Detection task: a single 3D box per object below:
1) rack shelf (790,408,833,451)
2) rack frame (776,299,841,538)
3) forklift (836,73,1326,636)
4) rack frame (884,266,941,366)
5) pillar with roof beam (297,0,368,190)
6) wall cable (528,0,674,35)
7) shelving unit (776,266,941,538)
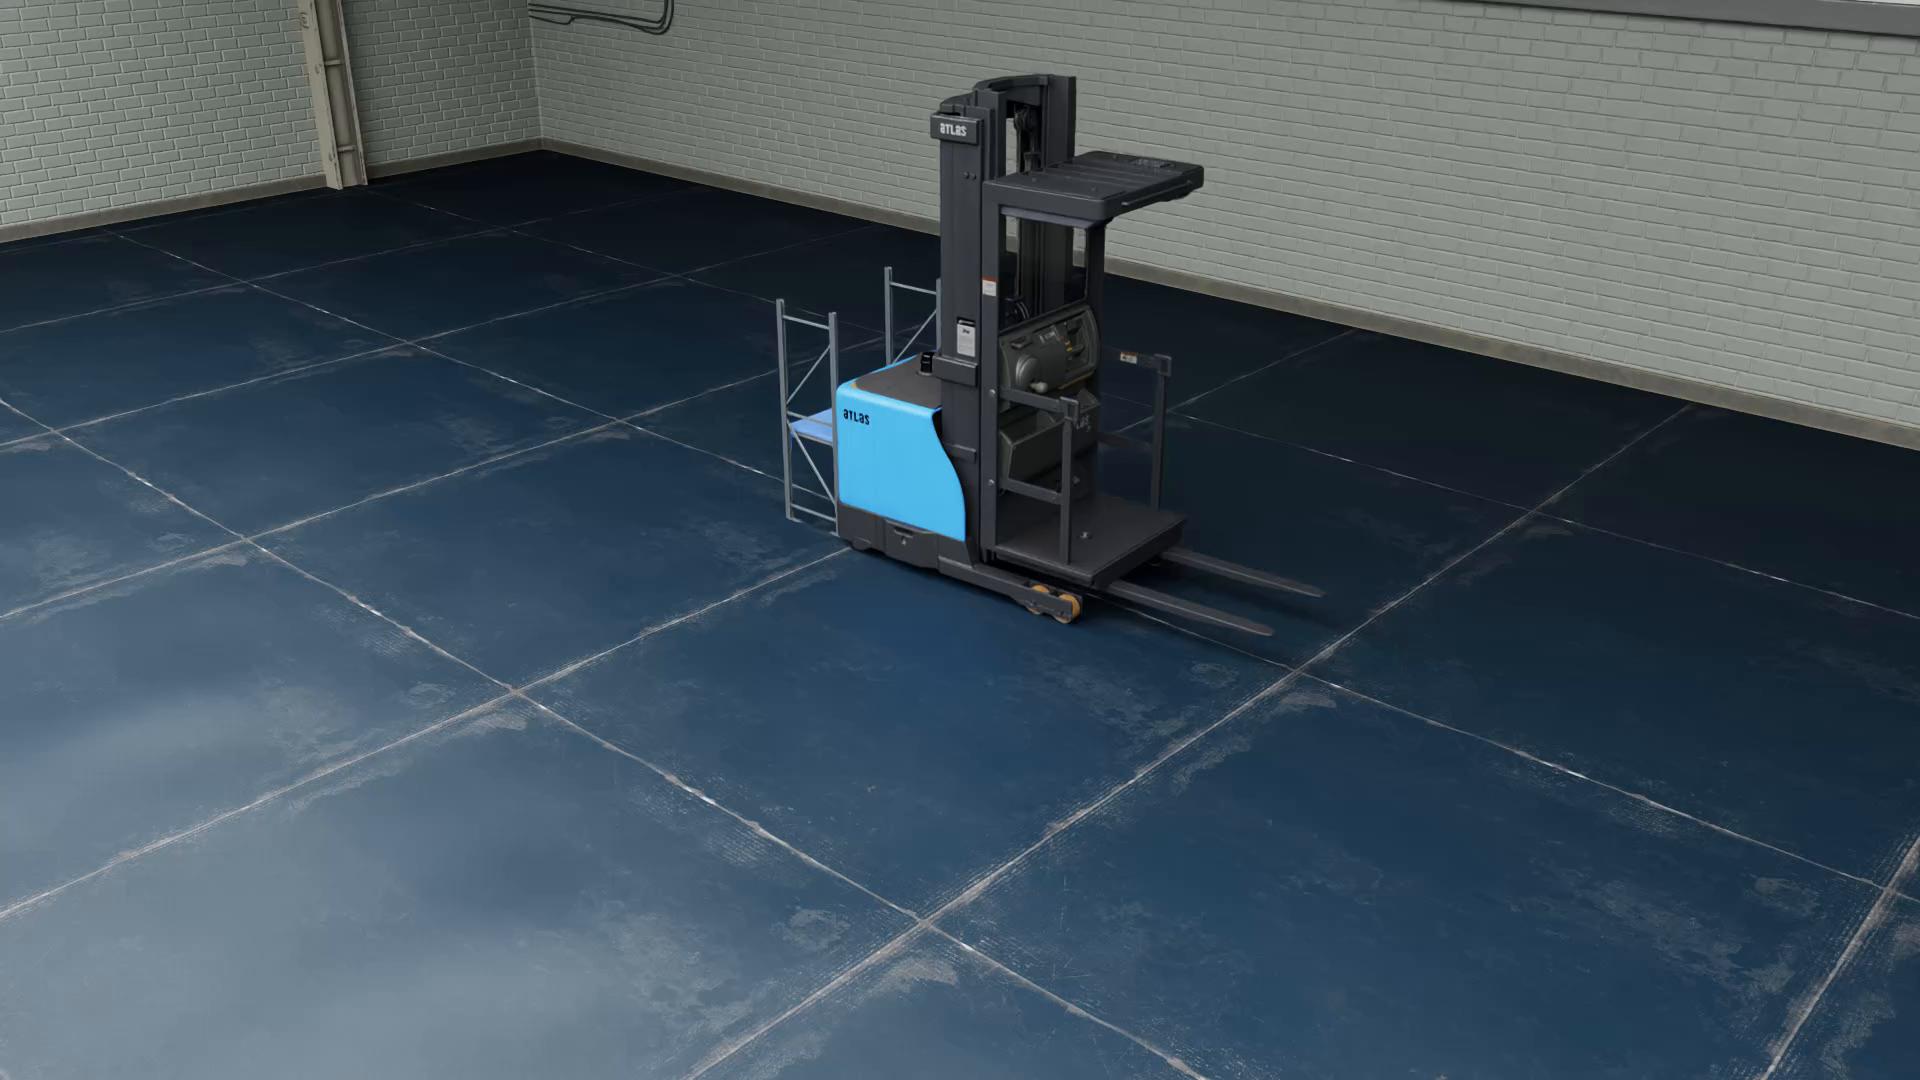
[{"bbox_3d":[-0.630,-0.763,11.059,0.538,0.185,1.000,19,30,36],"label":"rack shelf"},{"bbox_3d":[-0.955,-0.768,10.629,0.500,1.500,0.032,19,30,36],"label":"rack frame"},{"bbox_3d":[0.695,-1.099,9.620,3.031,2.935,1.130,17,29,34],"label":"forklift"},{"bbox_3d":[-0.306,-1.088,11.343,0.500,1.500,0.032,19,30,36],"label":"rack frame"},{"bbox_3d":[-4.352,-7.307,16.048,9.100,9.000,0.400,20,31,38],"label":"pillar with roof beam"},{"bbox_3d":[-4.607,-7.602,20.501,3.097,2.526,0.112,20,31,38],"label":"wall cable"},{"bbox_3d":[-0.630,-0.928,10.986,0.538,1.500,1.048,19,30,36],"label":"shelving unit"}]
